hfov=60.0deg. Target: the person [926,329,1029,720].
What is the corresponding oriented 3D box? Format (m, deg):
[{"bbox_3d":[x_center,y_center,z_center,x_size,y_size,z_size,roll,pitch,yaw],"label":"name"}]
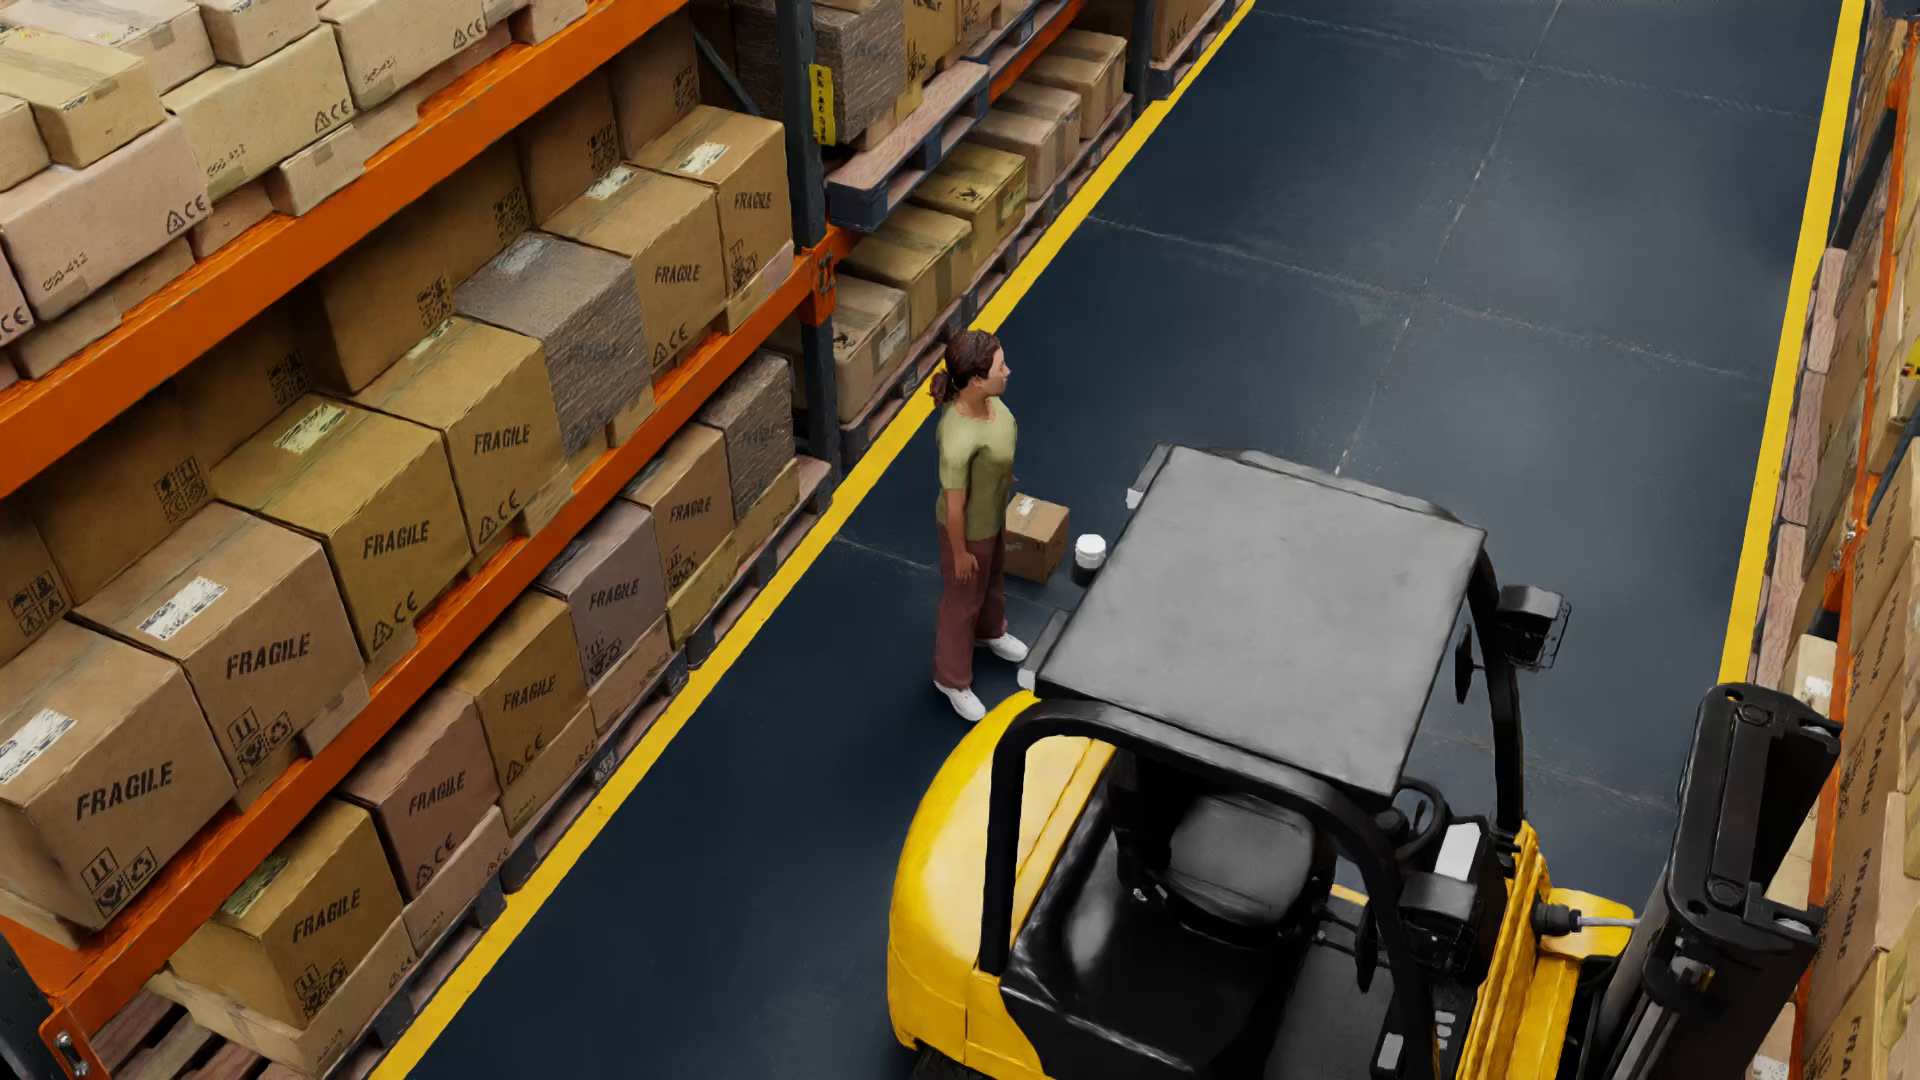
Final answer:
[{"bbox_3d":[0.089,-0.090,6.220,0.367,1.681,0.577,8,43,9],"label":"person"}]
